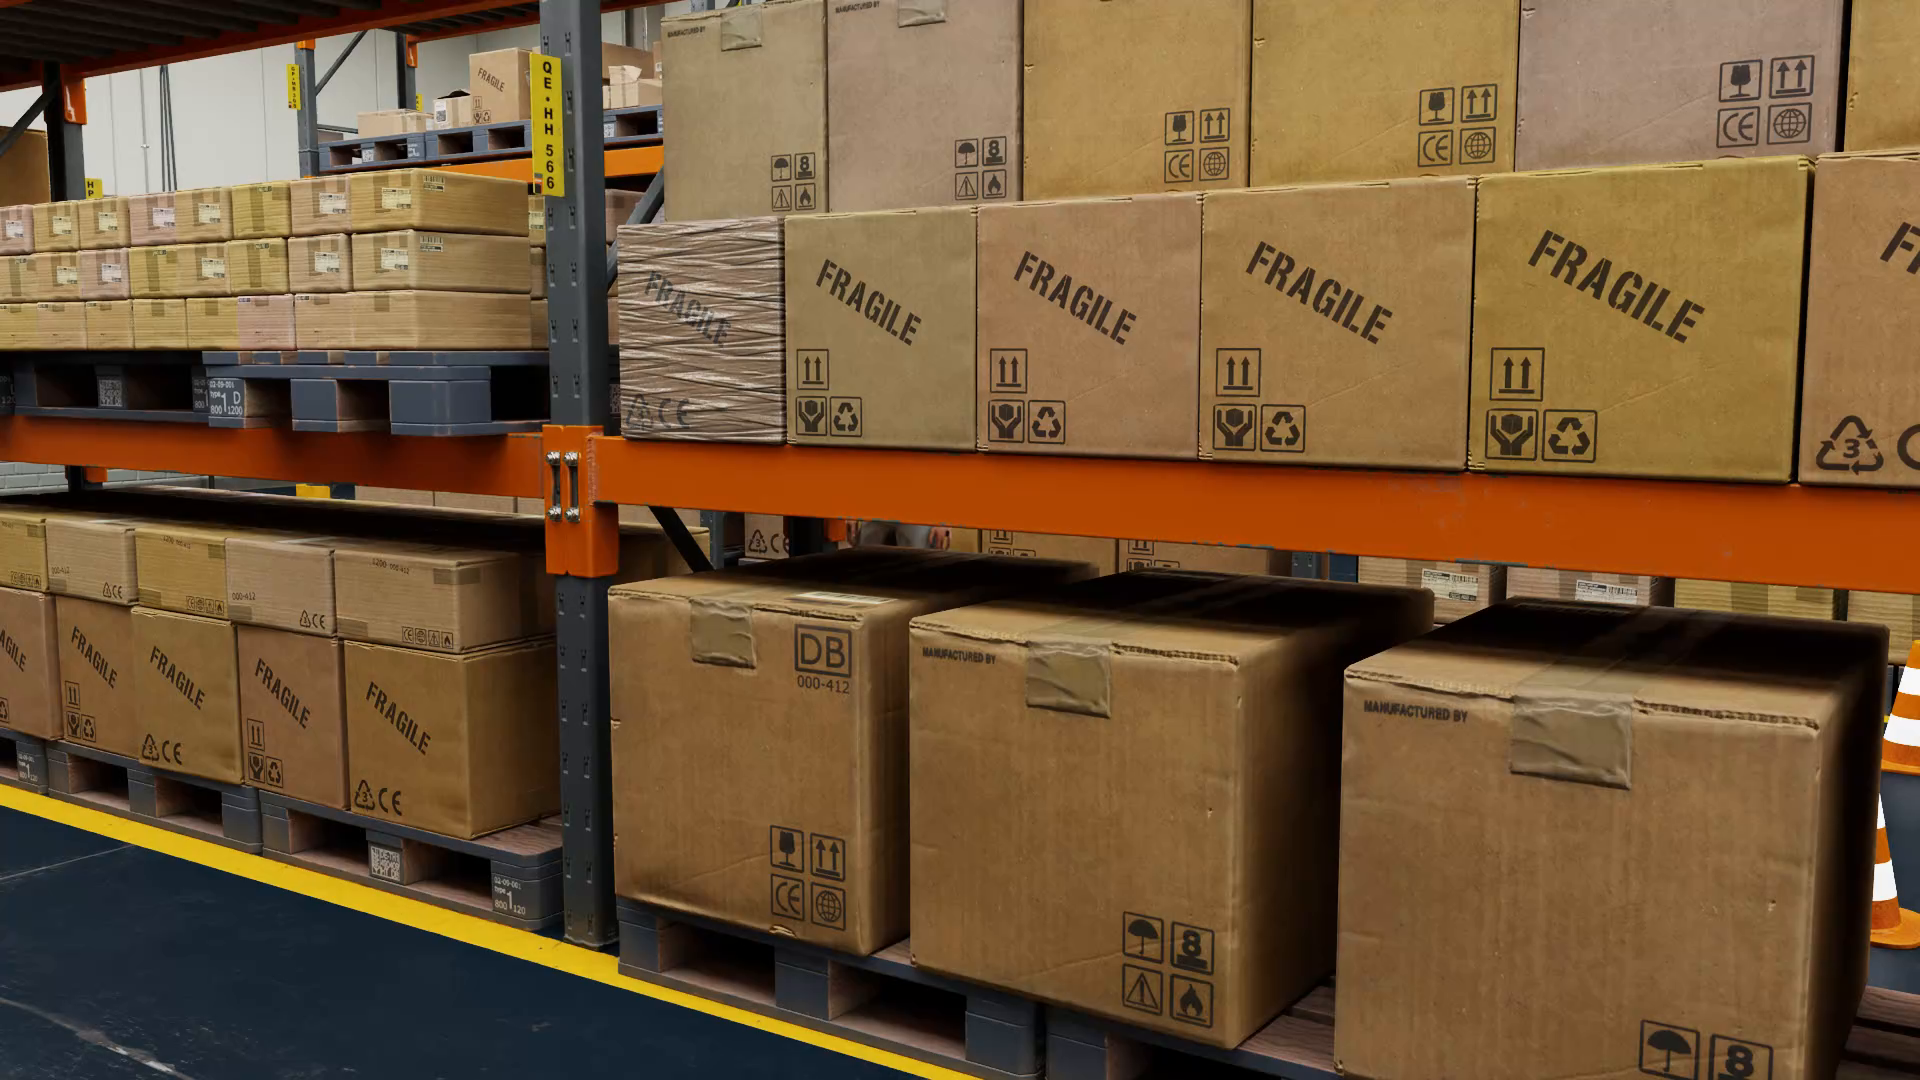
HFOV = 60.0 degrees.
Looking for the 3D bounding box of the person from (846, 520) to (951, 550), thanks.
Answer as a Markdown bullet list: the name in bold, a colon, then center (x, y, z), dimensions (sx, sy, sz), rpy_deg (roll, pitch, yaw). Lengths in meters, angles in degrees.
- **person**: center (-0.246, -0.074, 6.636), dimensions (0.514, 1.672, 0.356), rpy_deg (4, 7, 30)
